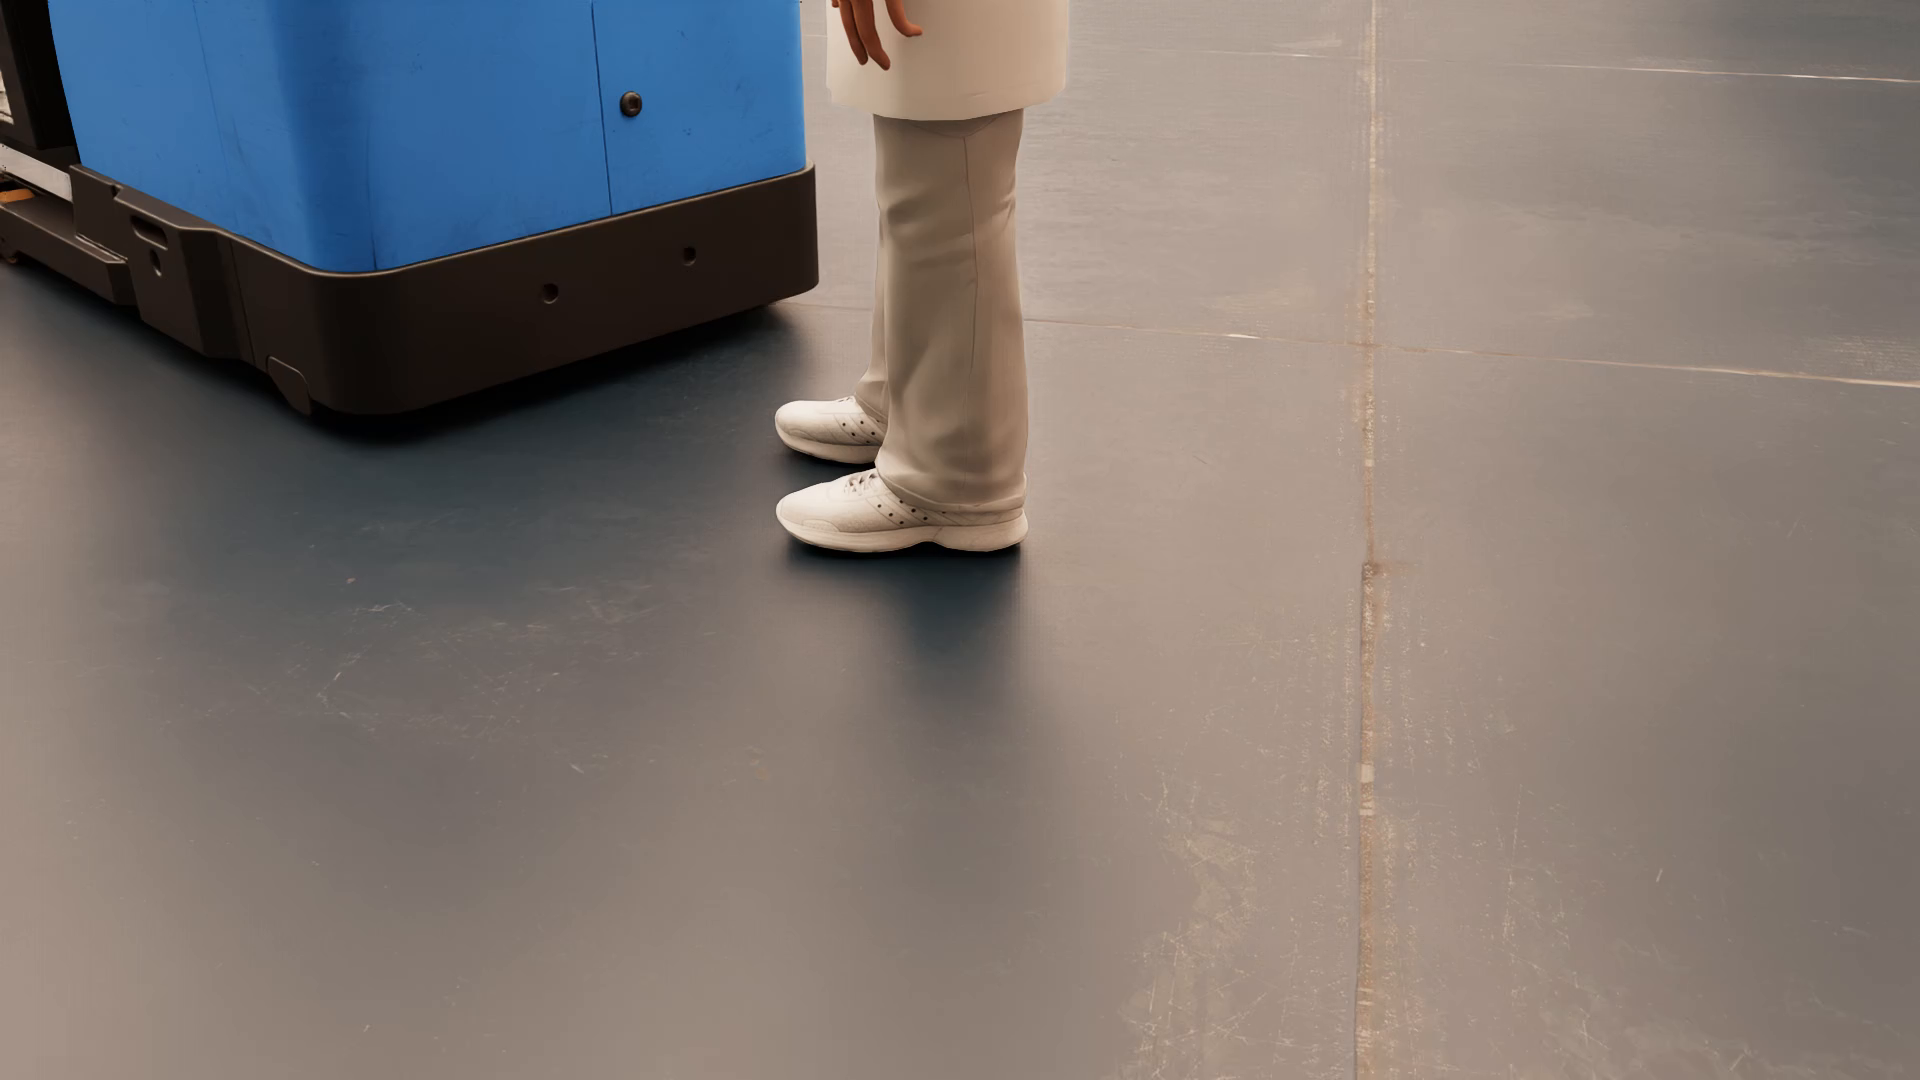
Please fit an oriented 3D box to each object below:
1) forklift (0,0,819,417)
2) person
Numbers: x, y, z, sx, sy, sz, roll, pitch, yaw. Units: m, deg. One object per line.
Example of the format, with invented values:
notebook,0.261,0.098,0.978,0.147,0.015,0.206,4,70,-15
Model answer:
forklift,-1.695,-2.073,3.356,3.031,2.935,1.130,24,35,38
person,-0.088,-0.811,2.117,0.578,1.778,0.698,6,27,11
